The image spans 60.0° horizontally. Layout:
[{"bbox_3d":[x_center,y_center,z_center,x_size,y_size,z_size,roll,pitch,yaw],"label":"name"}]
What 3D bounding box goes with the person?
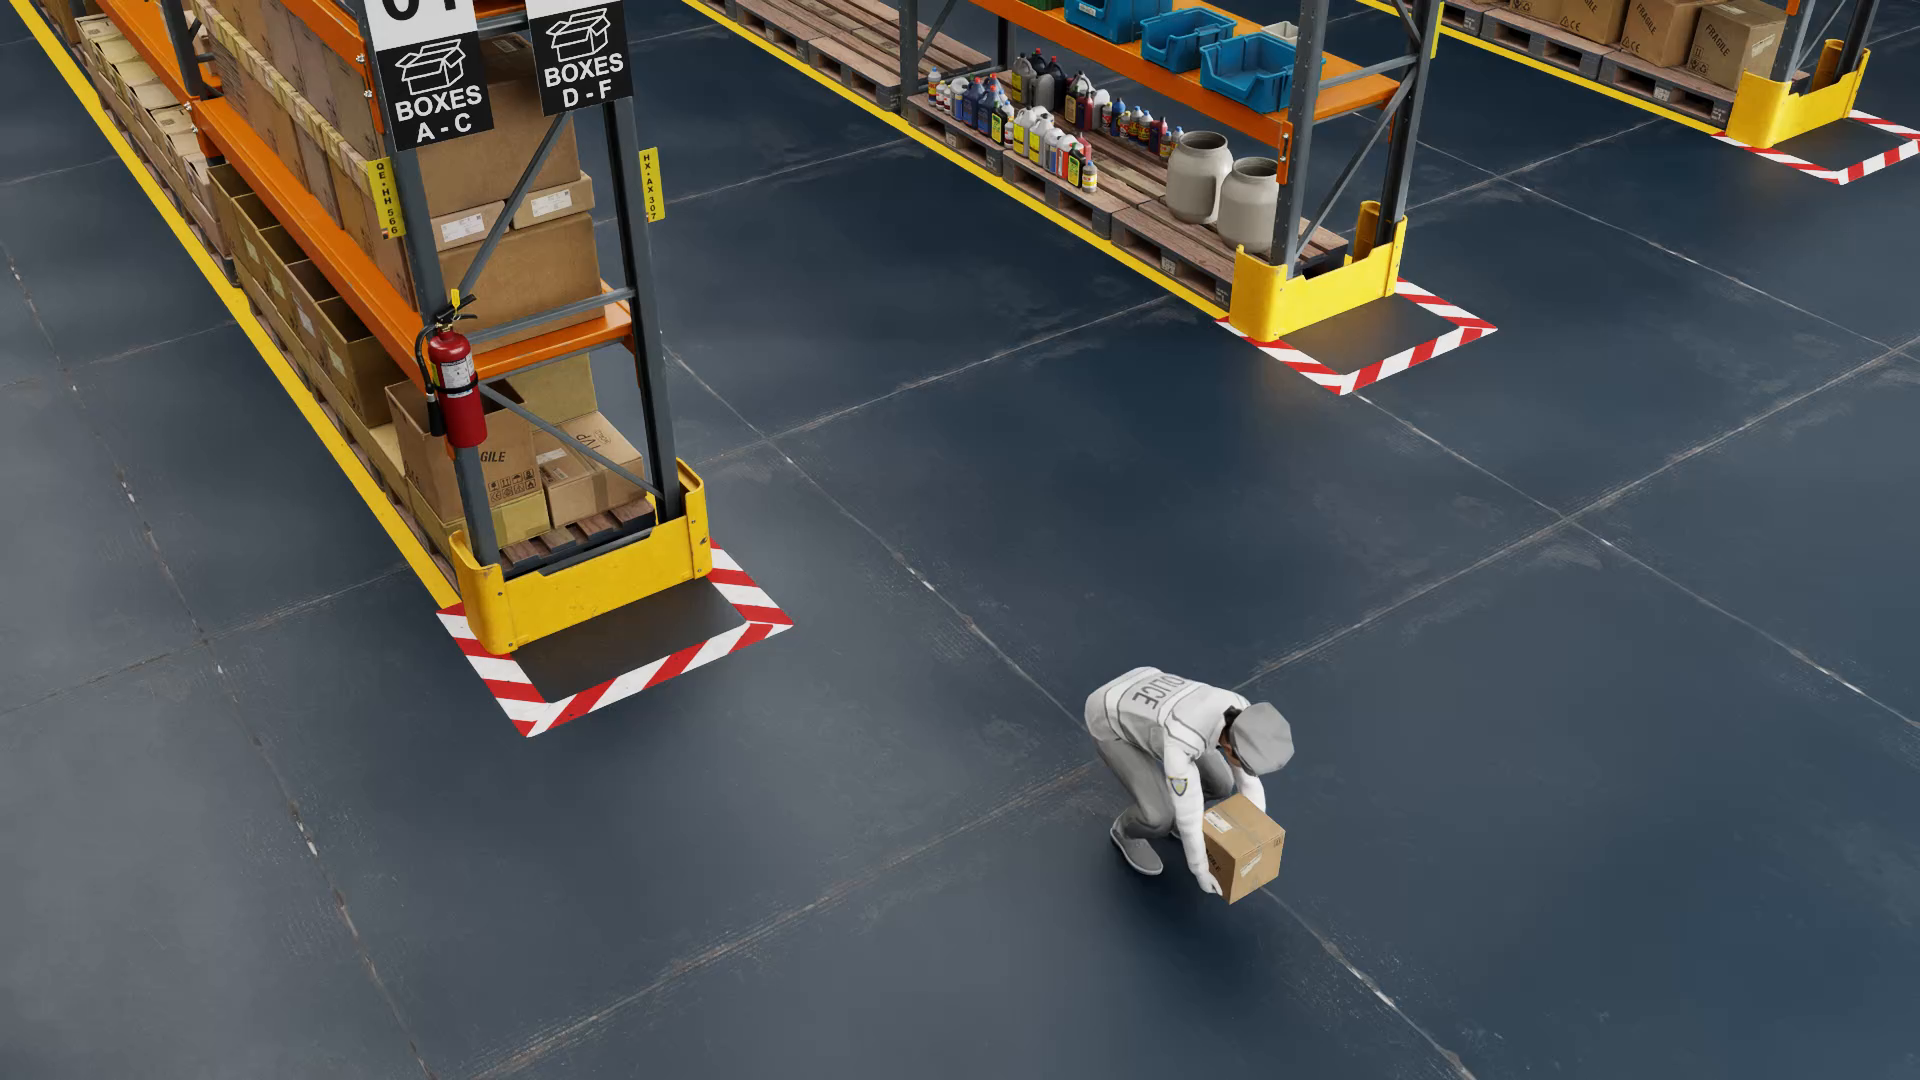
[{"bbox_3d":[0.859,0.880,6.394,0.454,0.982,0.883,-24,43,-29],"label":"person"}]
